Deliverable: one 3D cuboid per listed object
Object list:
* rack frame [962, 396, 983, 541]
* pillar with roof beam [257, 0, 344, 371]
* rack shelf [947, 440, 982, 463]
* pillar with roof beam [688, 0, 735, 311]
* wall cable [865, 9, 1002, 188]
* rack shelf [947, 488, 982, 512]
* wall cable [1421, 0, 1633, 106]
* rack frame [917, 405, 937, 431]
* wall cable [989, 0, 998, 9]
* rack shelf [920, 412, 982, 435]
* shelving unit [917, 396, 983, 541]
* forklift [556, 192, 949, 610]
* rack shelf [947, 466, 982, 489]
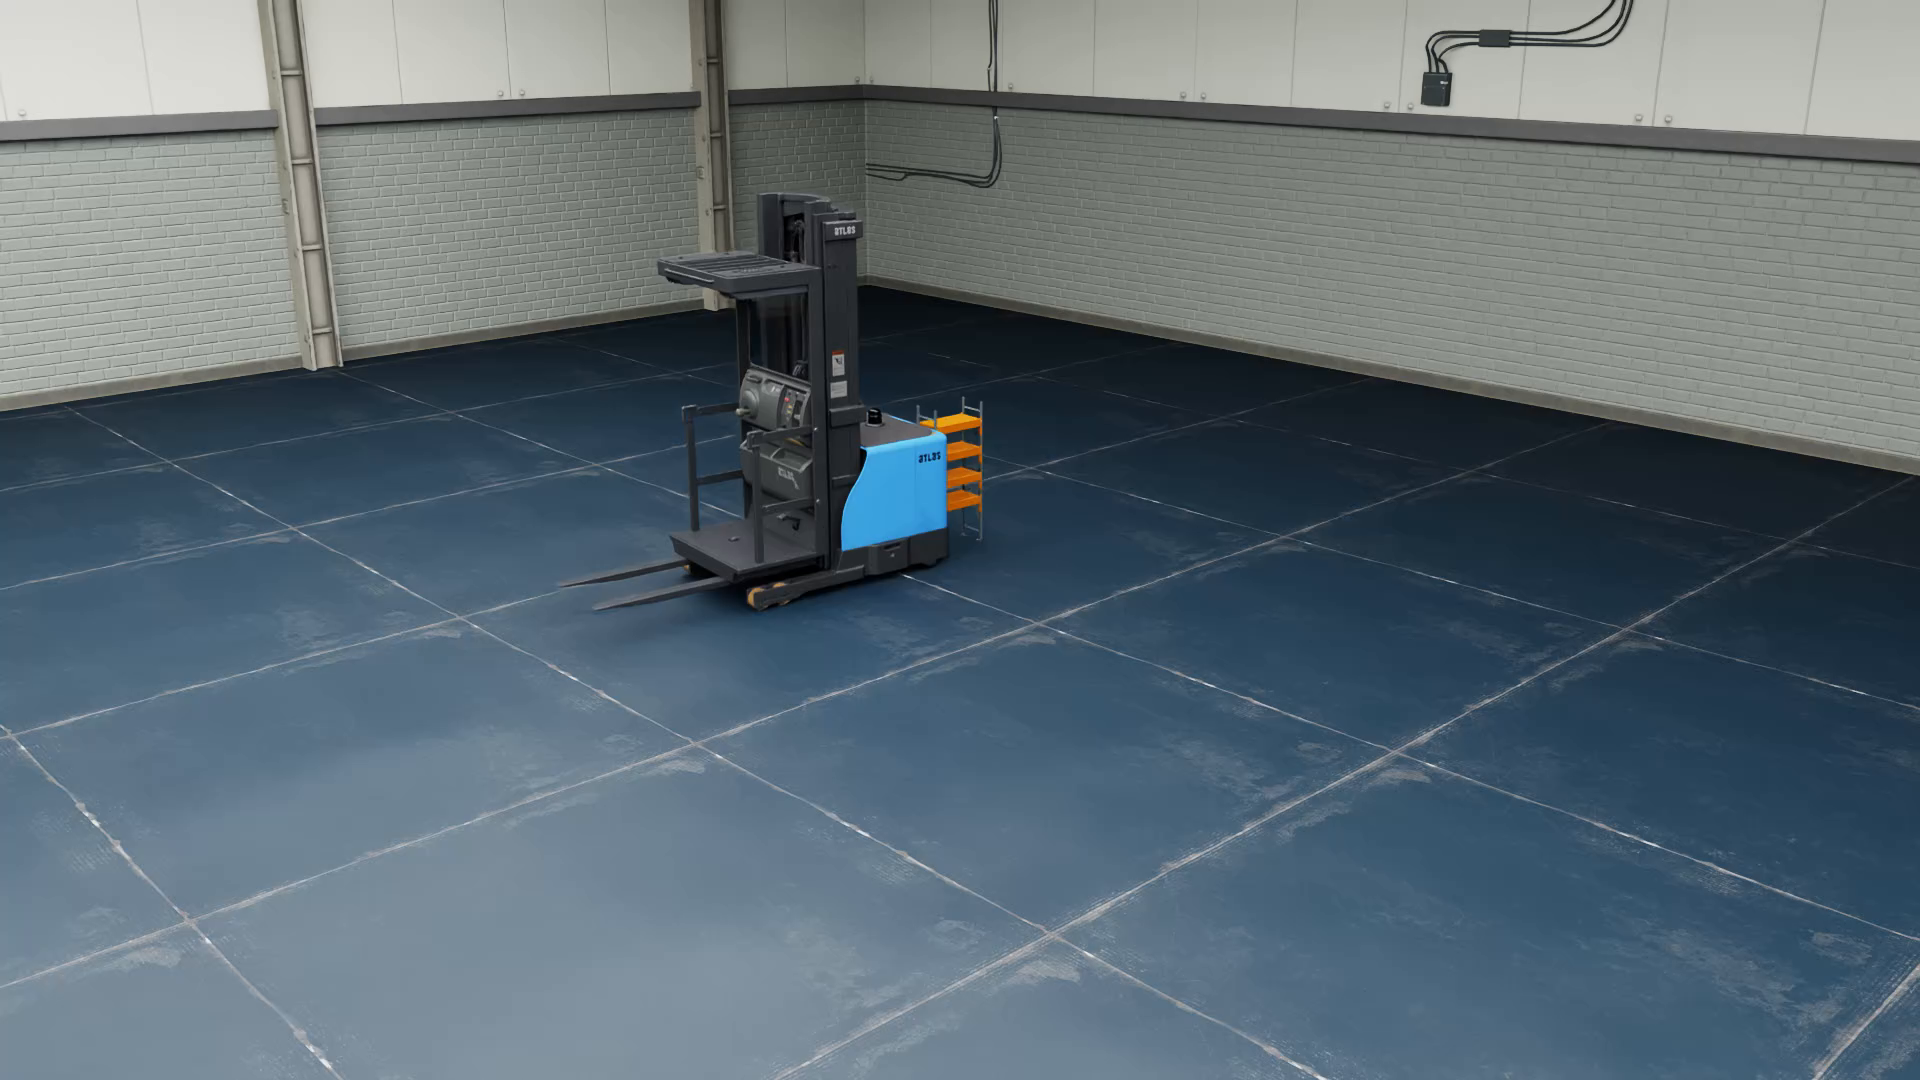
[{"bbox_3d":[0.102,-0.590,13.860,0.015,1.200,0.240,-15,23,-39],"label":"rack frame"},{"bbox_3d":[-4.944,-5.469,16.263,0.400,9.000,9.100,-16,24,-41],"label":"pillar with roof beam"},{"bbox_3d":[-0.083,-0.690,13.659,0.480,0.148,0.258,-15,23,-39],"label":"rack shelf"},{"bbox_3d":[-0.585,-6.741,20.185,0.400,9.000,9.100,-16,24,-41],"label":"pillar with roof beam"},{"bbox_3d":[-0.493,-6.556,24.651,0.112,2.526,3.097,-16,24,-41],"label":"wall cable"},{"bbox_3d":[-0.083,-0.288,13.789,0.480,0.148,0.258,-15,23,-39],"label":"rack shelf"},{"bbox_3d":[6.018,-7.520,17.075,0.169,6.003,2.305,-16,24,-41],"label":"wall cable"},{"bbox_3d":[-0.267,-0.492,13.555,0.015,1.200,0.240,-15,23,-39],"label":"rack frame"},{"bbox_3d":[1.365,-8.353,22.002,0.112,2.526,3.097,-16,24,-41],"label":"wall cable"},{"bbox_3d":[-0.083,-0.915,13.586,0.480,0.148,0.258,-15,23,-39],"label":"rack shelf"},{"bbox_3d":[-0.083,-0.541,13.707,0.503,1.200,0.258,-15,23,-39],"label":"shelving unit"},{"bbox_3d":[-1.569,-1.056,12.489,3.031,2.935,1.130,-13,22,-35],"label":"forklift"},{"bbox_3d":[-0.083,-0.477,13.728,0.480,0.148,0.258,-15,23,-39],"label":"rack shelf"}]
